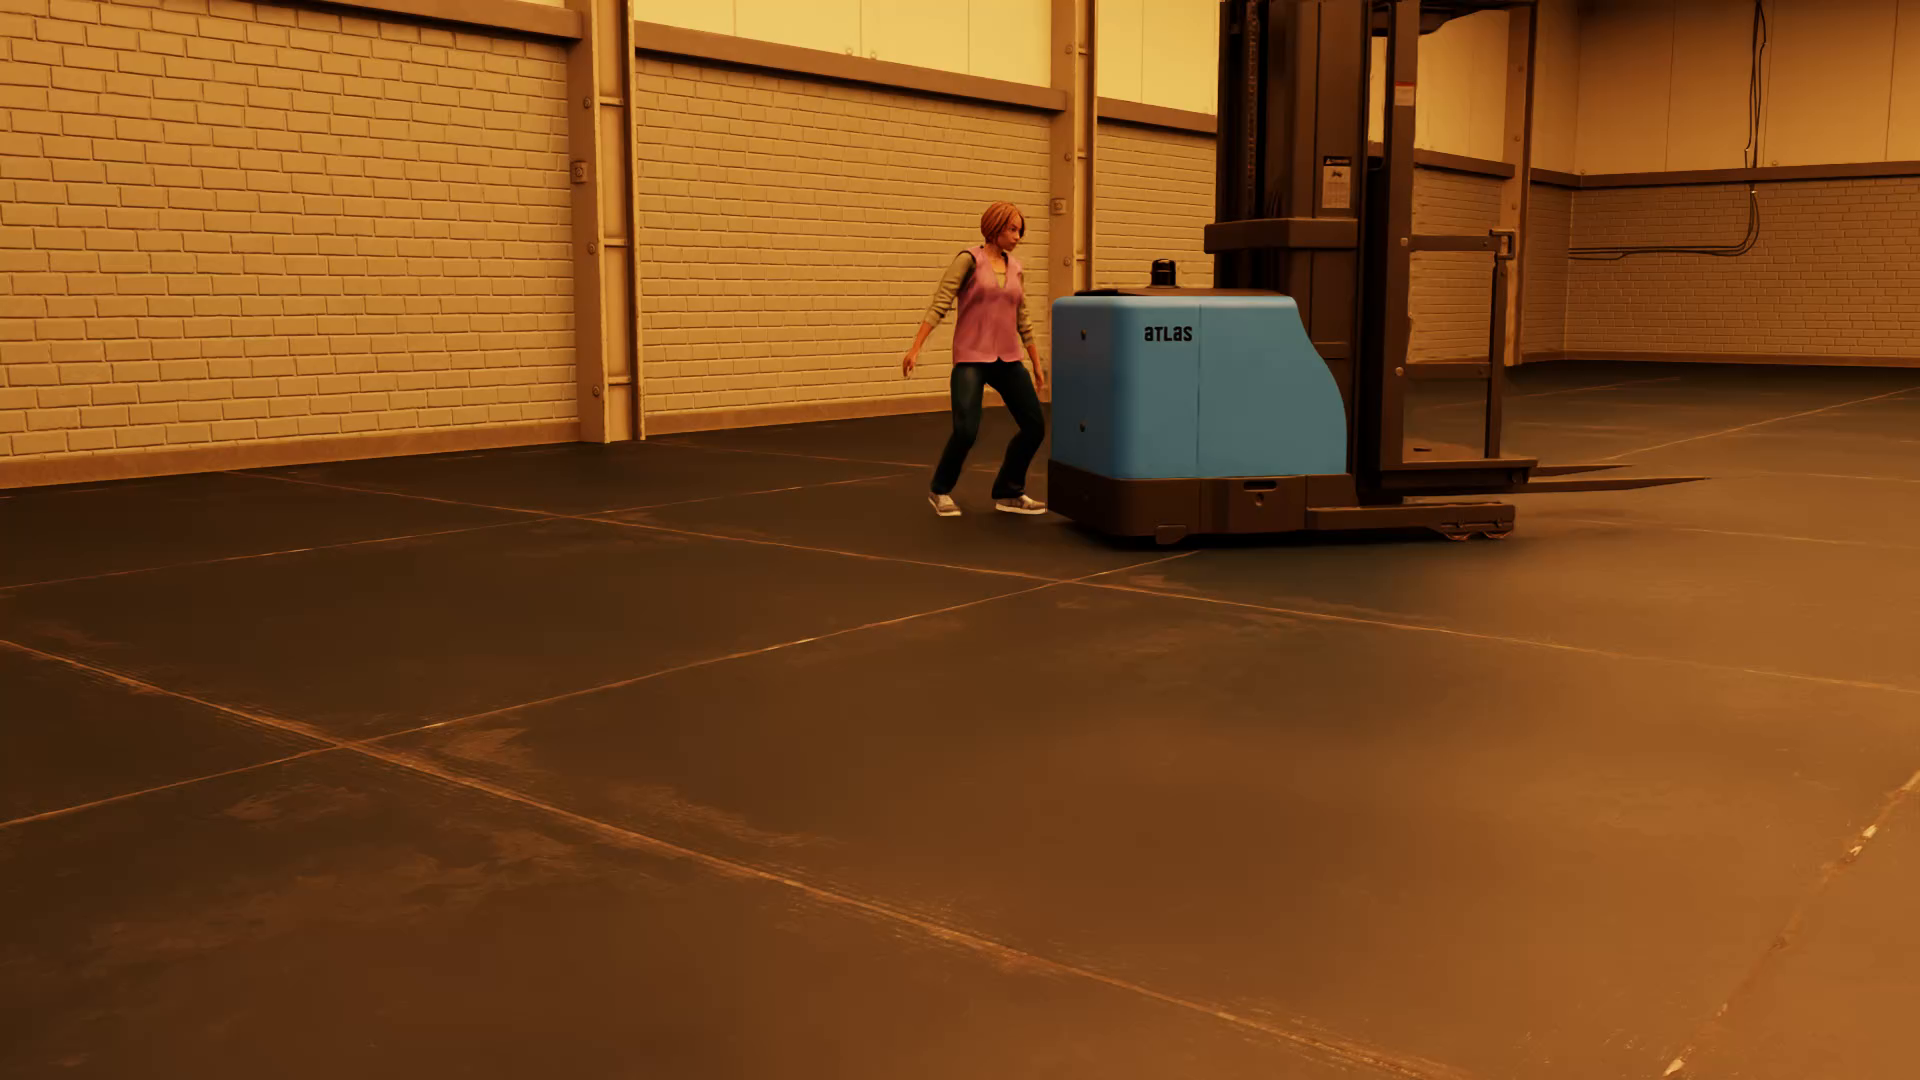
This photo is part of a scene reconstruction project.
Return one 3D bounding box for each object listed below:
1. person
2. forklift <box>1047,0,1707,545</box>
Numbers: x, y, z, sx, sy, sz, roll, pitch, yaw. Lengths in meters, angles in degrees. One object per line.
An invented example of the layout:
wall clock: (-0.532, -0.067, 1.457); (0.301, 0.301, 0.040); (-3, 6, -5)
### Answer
person: (0.077, -0.862, 8.115); (0.747, 1.512, 0.441); (-4, 9, -25)
forklift: (1.991, -1.518, 7.652); (3.031, 2.935, 1.130); (-2, 9, -14)
